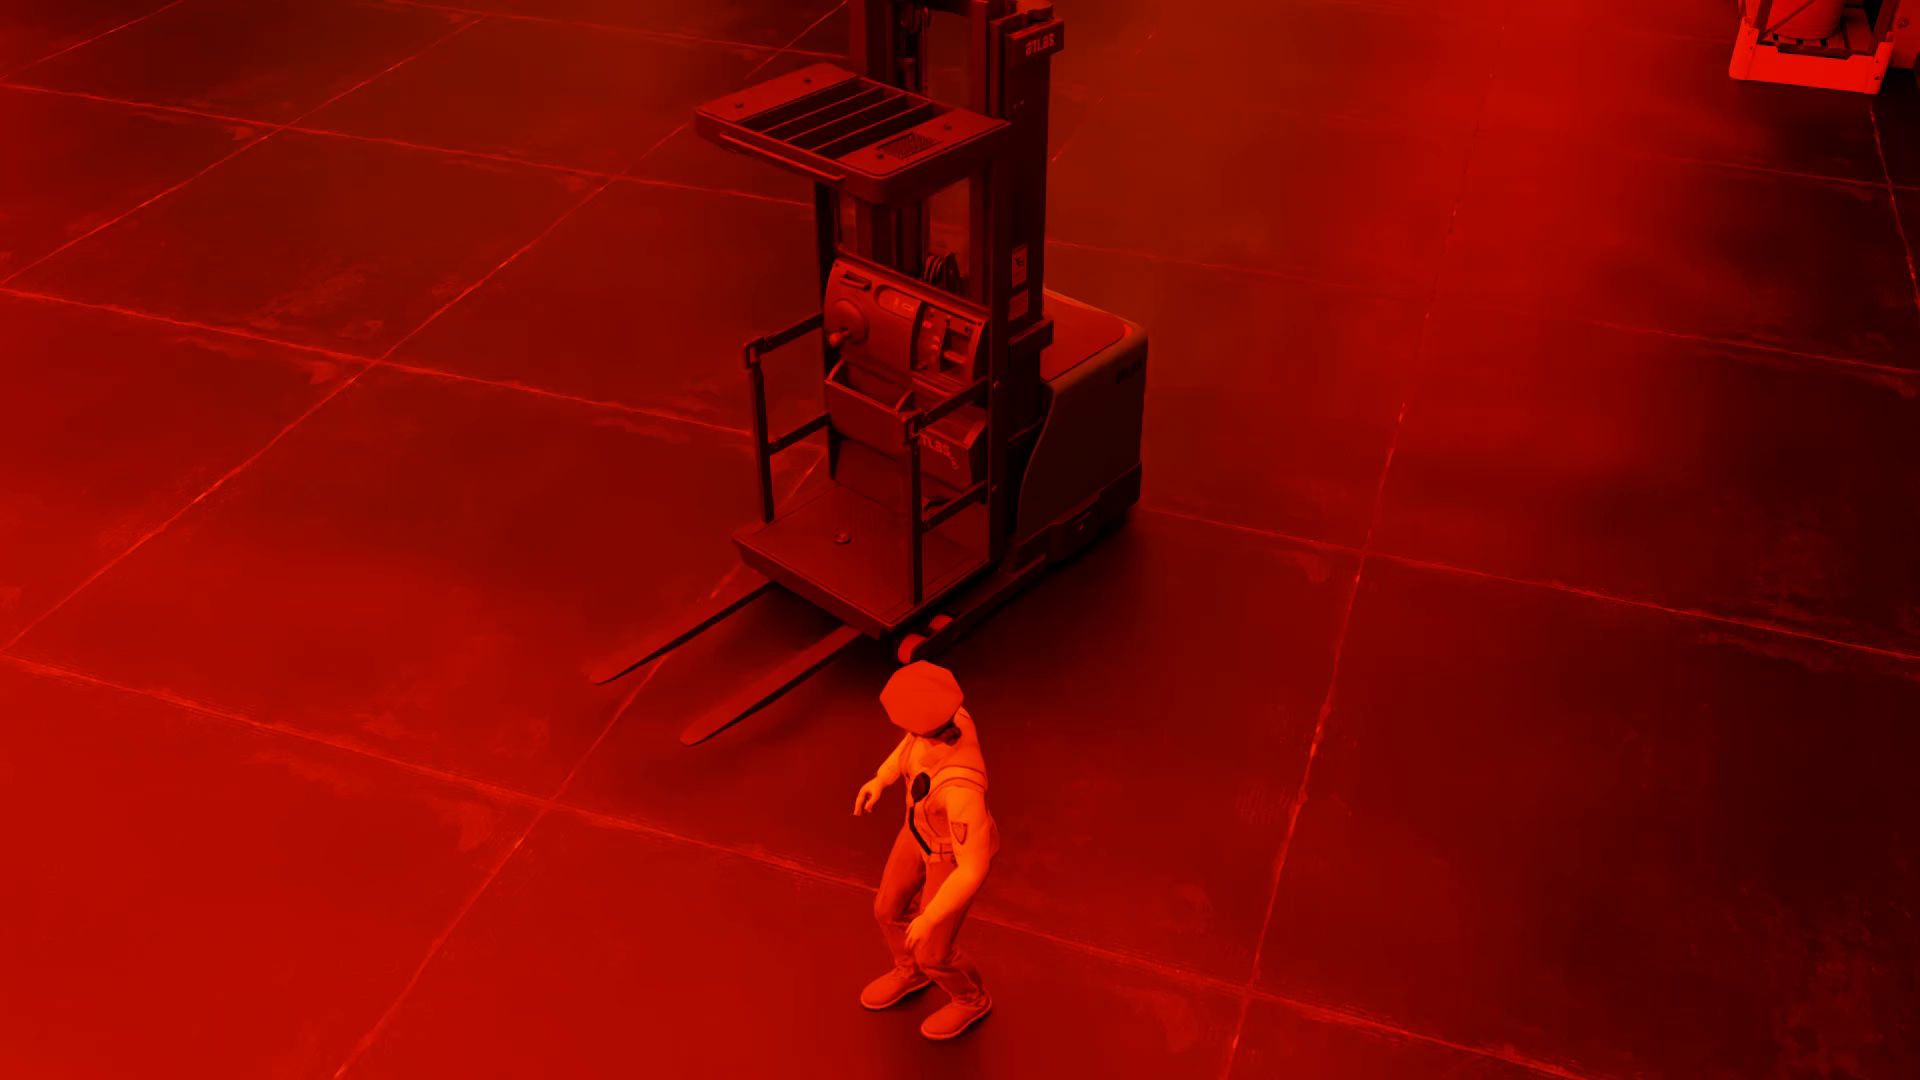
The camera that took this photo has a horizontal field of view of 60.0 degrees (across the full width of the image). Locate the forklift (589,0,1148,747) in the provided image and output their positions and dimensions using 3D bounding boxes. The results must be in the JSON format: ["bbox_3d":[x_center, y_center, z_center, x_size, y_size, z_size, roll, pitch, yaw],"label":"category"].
[{"bbox_3d":[-0.398,-0.924,7.415,1.130,2.935,3.031,27,43,33],"label":"forklift"}]

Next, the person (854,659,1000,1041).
[{"bbox_3d":[-0.094,1.094,5.715,0.483,1.632,0.712,-14,38,-19],"label":"person"}]
